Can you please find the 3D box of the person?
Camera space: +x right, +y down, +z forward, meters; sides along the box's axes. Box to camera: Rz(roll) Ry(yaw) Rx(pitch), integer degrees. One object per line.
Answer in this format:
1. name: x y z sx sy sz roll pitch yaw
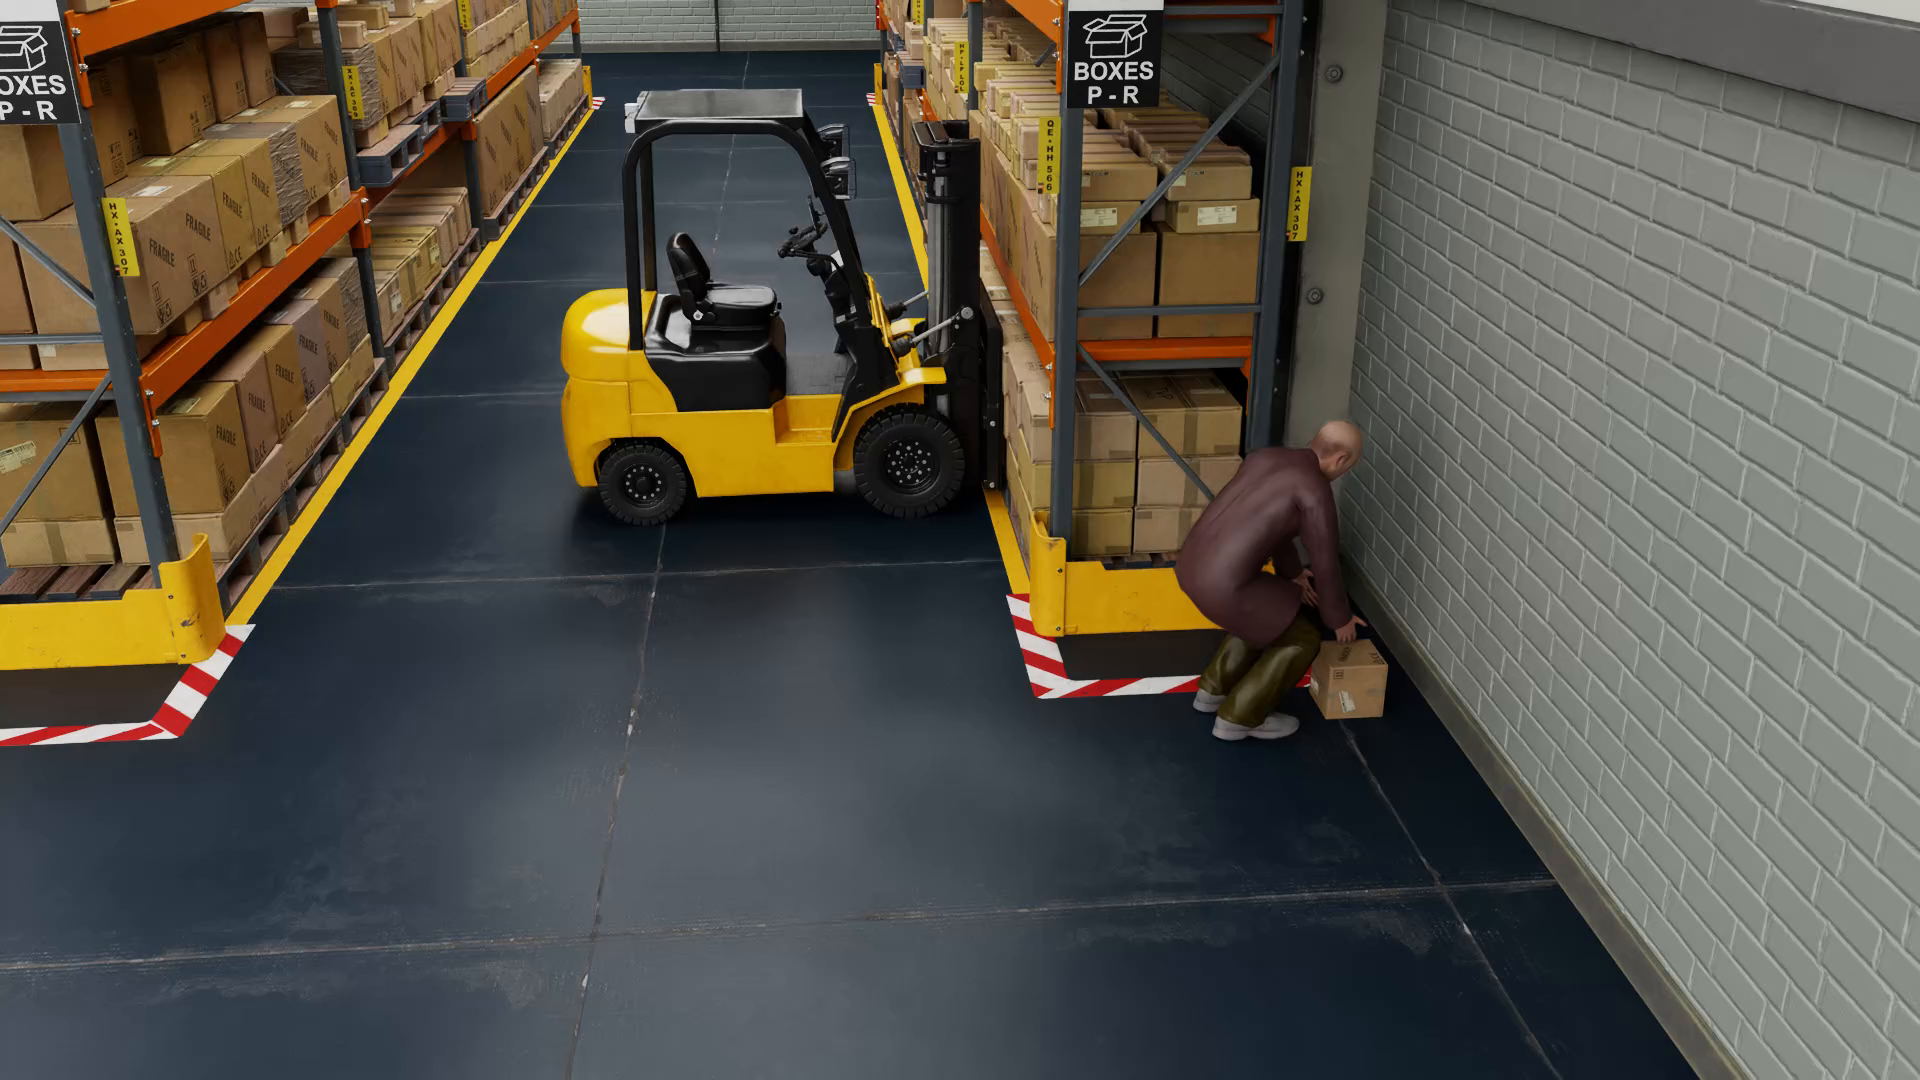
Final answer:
1. person: 1.260 0.148 6.879 0.780 1.301 0.633 -5 24 -12
